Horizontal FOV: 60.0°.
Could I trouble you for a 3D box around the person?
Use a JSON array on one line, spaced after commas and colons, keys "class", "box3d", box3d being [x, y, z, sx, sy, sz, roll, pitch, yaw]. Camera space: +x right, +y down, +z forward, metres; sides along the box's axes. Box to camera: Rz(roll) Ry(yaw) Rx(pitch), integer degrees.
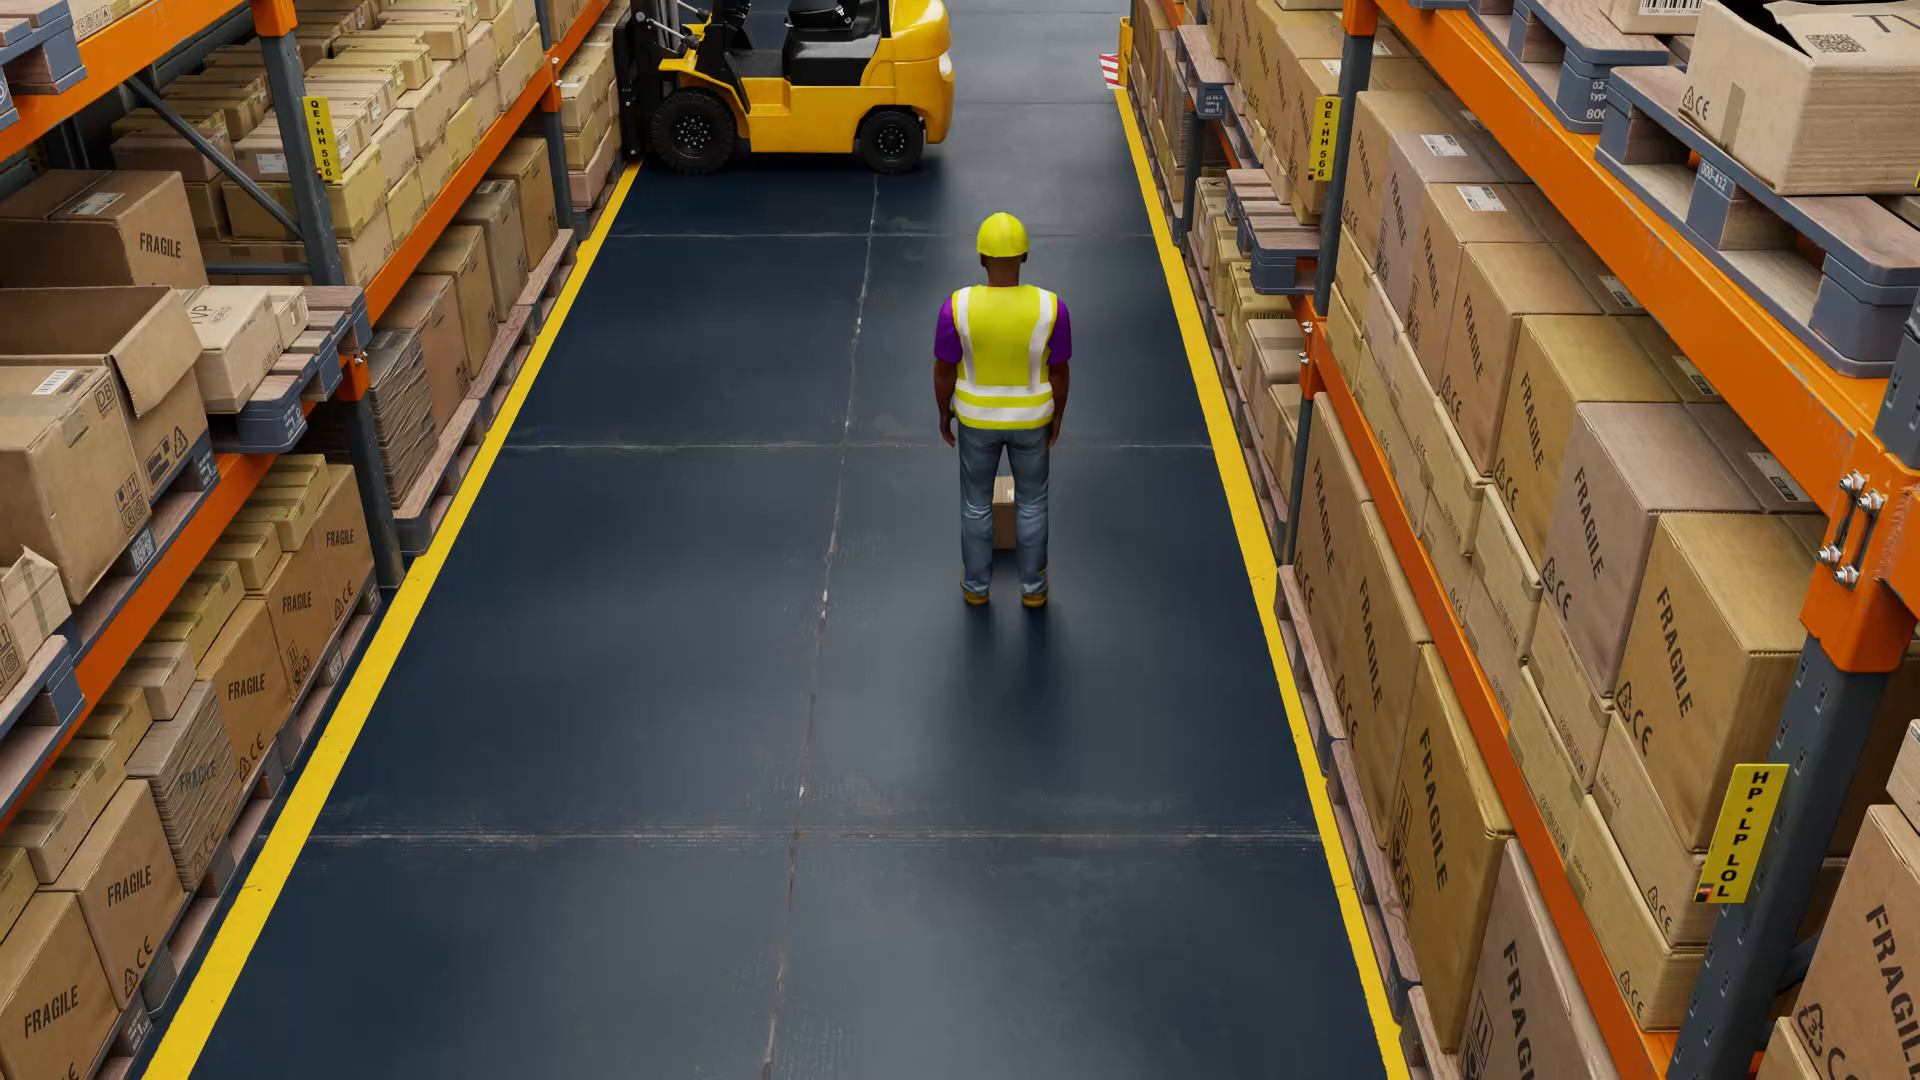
[{"class": "person", "box3d": [0.173, -0.517, 6.977, 0.564, 1.778, 0.360, 1, 31, 1]}]
